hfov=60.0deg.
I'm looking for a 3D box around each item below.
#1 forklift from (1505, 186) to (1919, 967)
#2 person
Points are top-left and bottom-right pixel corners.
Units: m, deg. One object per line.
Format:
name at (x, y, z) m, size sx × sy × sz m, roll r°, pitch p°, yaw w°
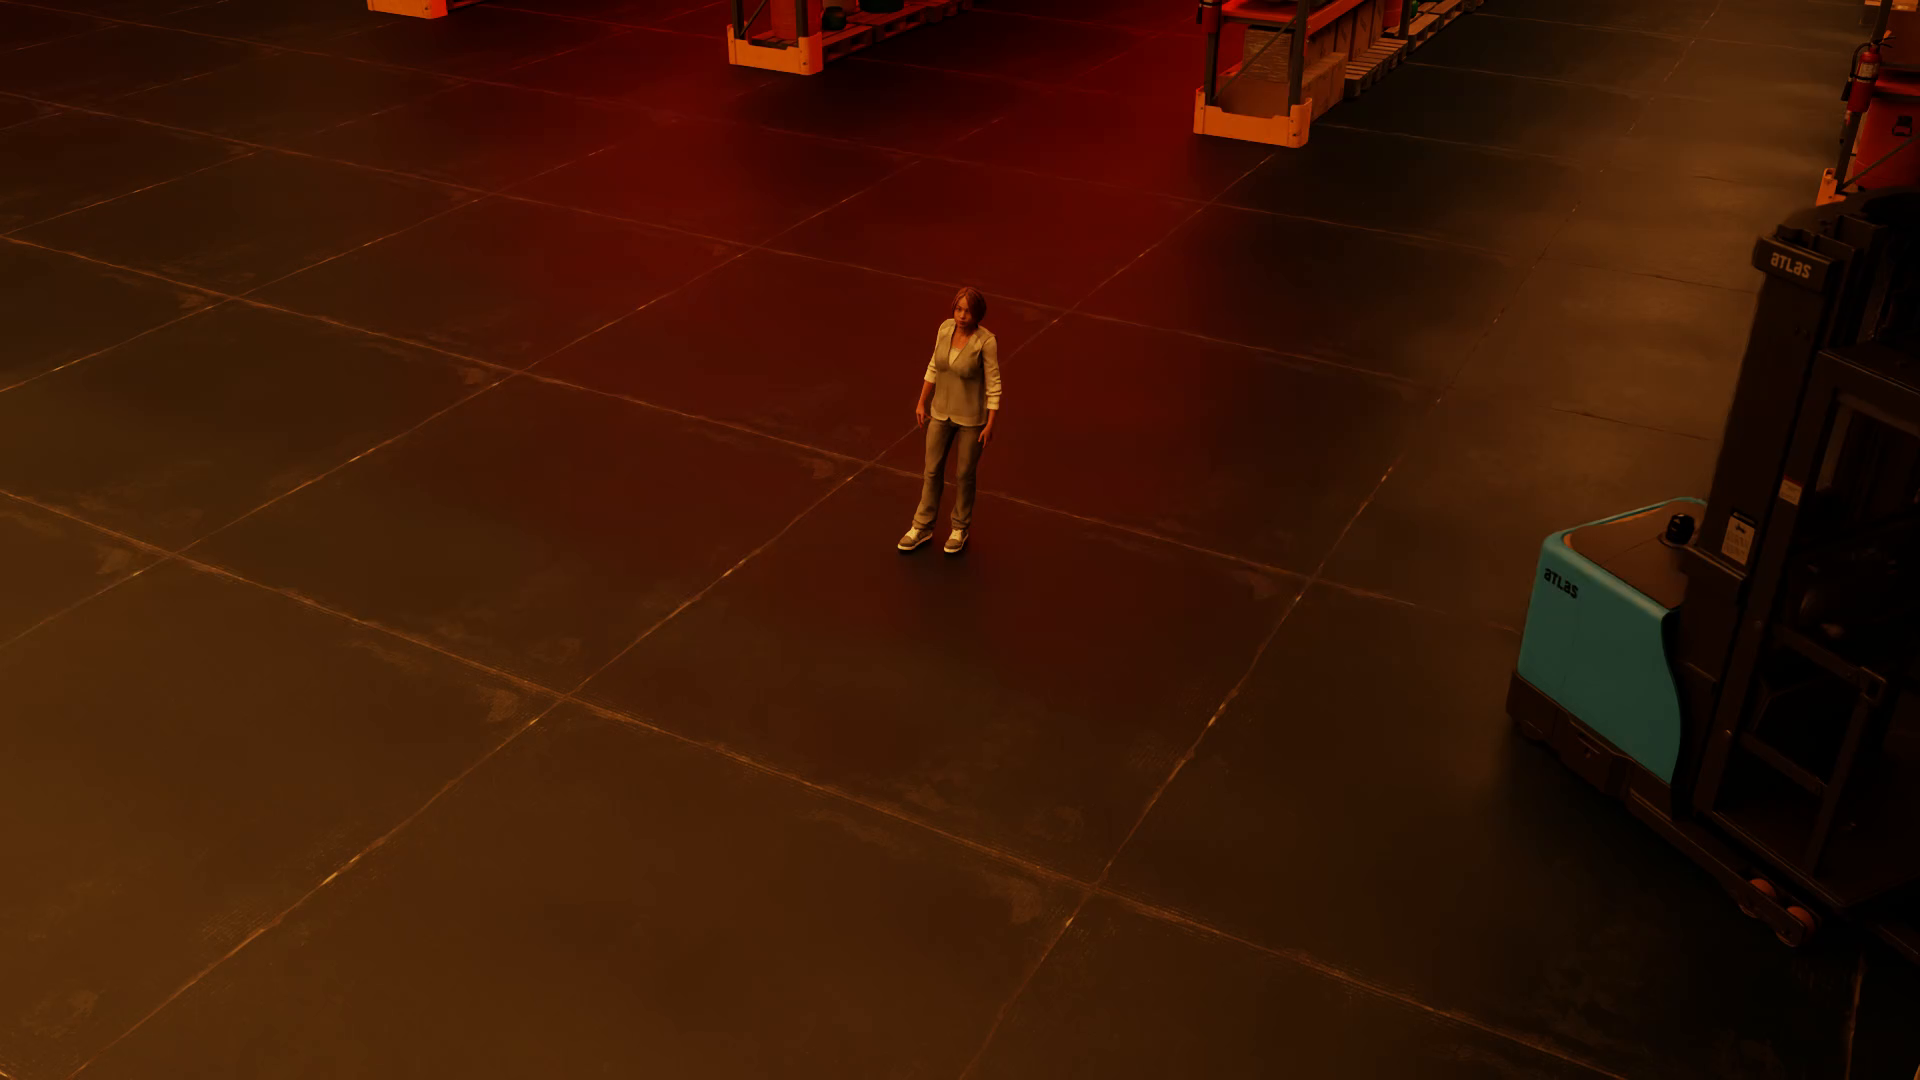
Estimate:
forklift at (3.848, 0.194, 6.735) m, size 1.130 × 2.935 × 3.031 m, roll -14°, pitch 33°, yaw -22°
person at (-0.048, -0.669, 9.550) m, size 0.520 × 1.597 × 0.475 m, roll 15°, pitch 33°, yaw 25°
